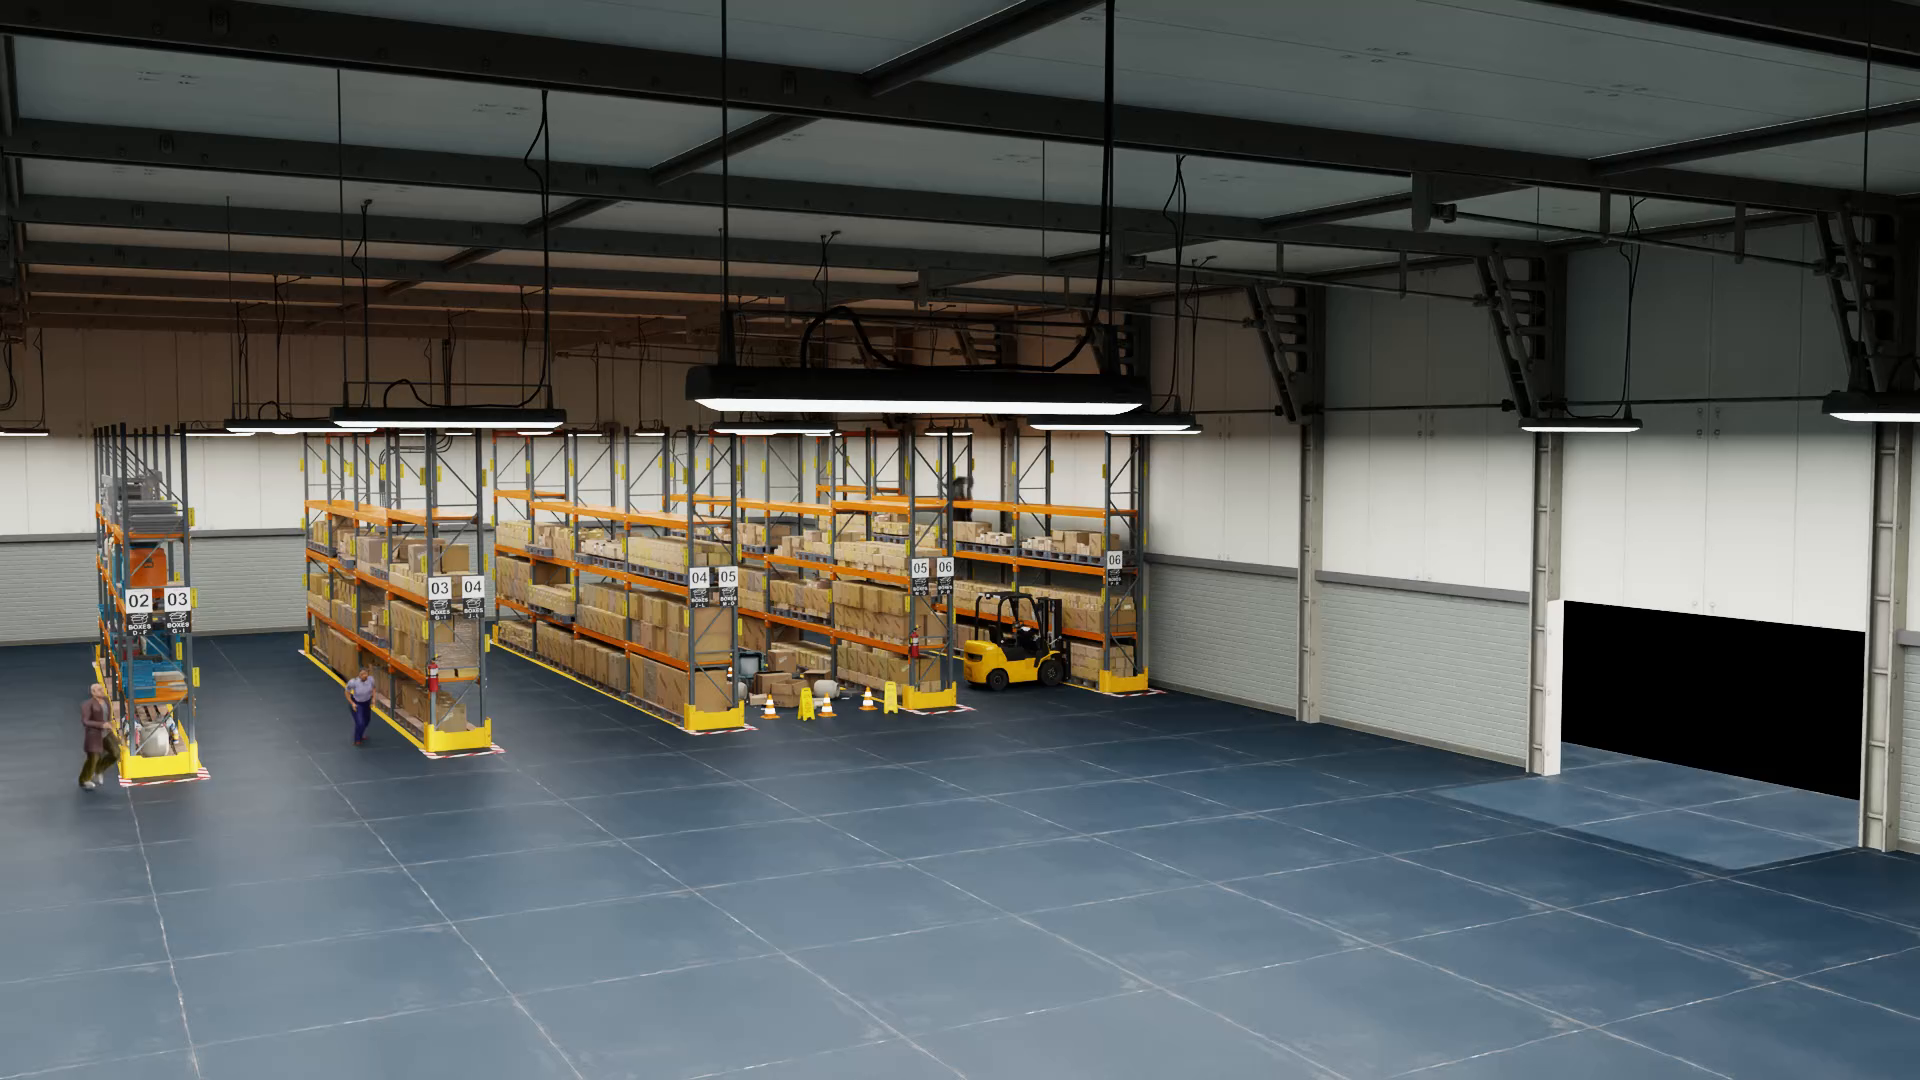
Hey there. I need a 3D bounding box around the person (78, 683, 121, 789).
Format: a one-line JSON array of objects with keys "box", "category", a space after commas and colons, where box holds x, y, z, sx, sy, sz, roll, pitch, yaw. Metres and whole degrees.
[{"box": [-14.050, 3.197, 27.187, 0.813, 1.733, 0.718, 2, 4, 24], "category": "person"}]

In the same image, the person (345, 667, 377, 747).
[{"box": [-11.240, 3.096, 31.180, 0.773, 1.526, 0.694, 2, 4, 33], "category": "person"}]
